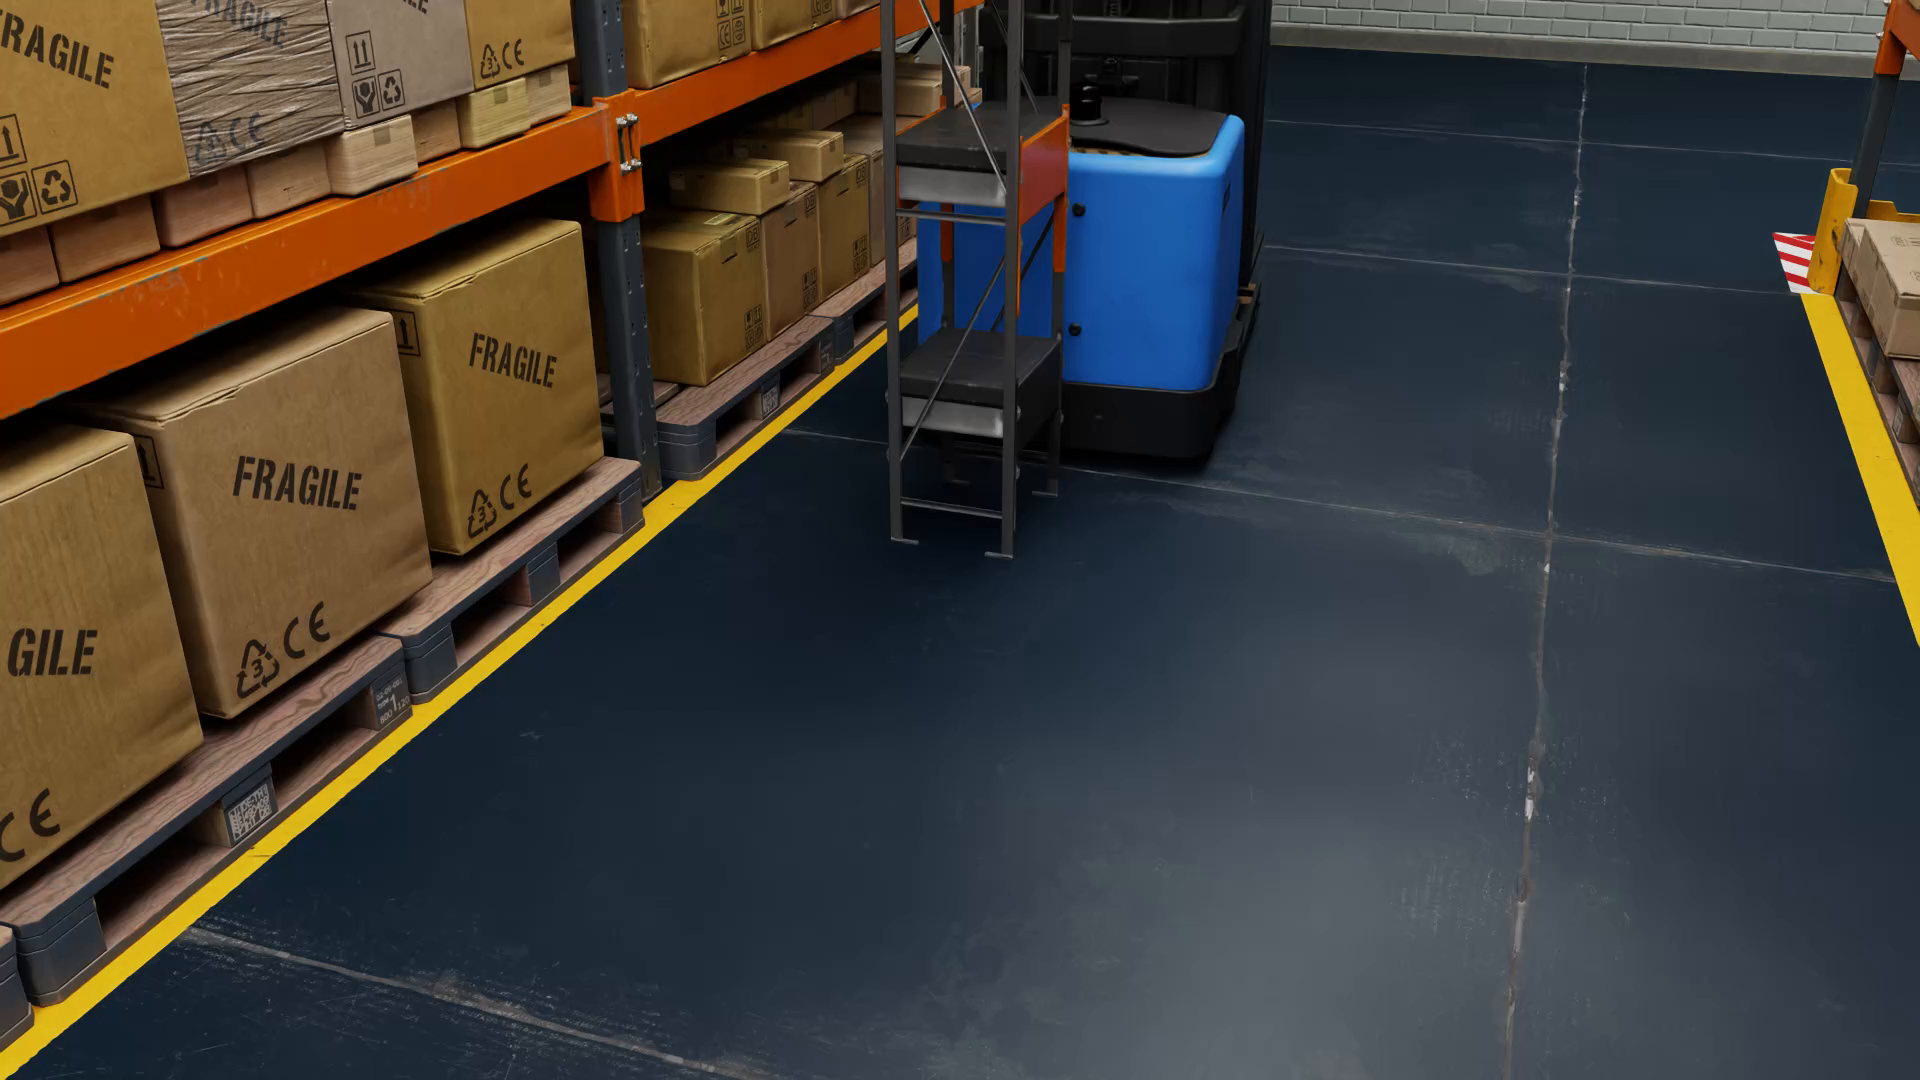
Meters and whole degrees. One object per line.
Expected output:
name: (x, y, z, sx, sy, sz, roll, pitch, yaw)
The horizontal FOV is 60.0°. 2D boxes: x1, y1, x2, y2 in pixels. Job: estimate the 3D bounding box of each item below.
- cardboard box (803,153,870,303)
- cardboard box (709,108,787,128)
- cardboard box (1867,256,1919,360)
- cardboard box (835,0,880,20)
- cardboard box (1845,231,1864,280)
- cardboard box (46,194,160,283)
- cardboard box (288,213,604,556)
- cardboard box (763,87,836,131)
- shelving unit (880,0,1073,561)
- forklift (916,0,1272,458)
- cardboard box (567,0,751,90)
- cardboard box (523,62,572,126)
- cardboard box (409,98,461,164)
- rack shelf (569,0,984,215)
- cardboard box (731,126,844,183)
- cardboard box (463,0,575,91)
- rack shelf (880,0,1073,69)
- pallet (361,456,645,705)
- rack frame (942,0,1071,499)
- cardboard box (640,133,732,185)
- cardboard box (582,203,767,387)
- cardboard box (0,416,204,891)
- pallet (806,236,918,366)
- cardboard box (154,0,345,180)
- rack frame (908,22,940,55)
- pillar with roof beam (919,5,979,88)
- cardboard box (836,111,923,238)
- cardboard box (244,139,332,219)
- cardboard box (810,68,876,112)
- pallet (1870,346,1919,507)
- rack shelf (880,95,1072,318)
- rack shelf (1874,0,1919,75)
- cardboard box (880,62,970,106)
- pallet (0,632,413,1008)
cardboard box: (-0.801, -1.334, 6.950, 0.700, 0.500, 0.500, 9, 27, 19)
cardboard box: (-0.949, -1.714, 6.990, 0.380, 0.149, 0.250, 8, 27, 17)
cardboard box: (3.733, -0.855, 6.225, 0.500, 0.250, 0.500, 9, 27, 17)
cardboard box: (-0.813, -2.516, 6.661, 0.980, 0.700, 0.700, 7, 27, 15)
cardboard box: (3.968, -1.186, 7.004, 0.380, 0.166, 0.250, 9, 27, 17)
cardboard box: (-1.898, -0.654, 3.424, 0.380, 0.149, 0.250, 10, 27, 19)
cardboard box: (-1.583, -0.497, 4.819, 0.750, 0.750, 0.750, 9, 27, 18)
cardboard box: (-0.780, -1.923, 7.423, 0.380, 0.149, 0.250, 9, 27, 18)
shelving unit: (0.055, -1.013, 4.933, 0.431, 2.100, 0.503, 9, 27, 17)
forklift: (0.688, -2.217, 6.466, 1.130, 2.935, 3.031, 6, 27, 12)
cardboard box: (-1.294, -1.917, 5.423, 0.980, 0.700, 0.700, 9, 27, 18)
cardboard box: (-1.335, -1.277, 4.711, 0.380, 0.149, 0.250, 9, 27, 18)
cardboard box: (-1.525, -1.070, 4.284, 0.380, 0.149, 0.250, 10, 27, 19)
rack shelf: (-0.824, -2.059, 6.887, 1.077, 0.370, 4.000, 9, 27, 17)
cardboard box: (-0.684, -1.538, 6.627, 0.380, 0.149, 0.250, 8, 27, 16)
cardboard box: (-1.405, -1.523, 4.474, 0.500, 0.500, 0.500, 8, 27, 17)
rack shelf: (0.055, -1.631, 4.634, 0.431, 0.518, 0.480, 9, 27, 17)
pallet: (-1.675, 0.022, 4.963, 1.003, 0.211, 1.213, 9, 27, 17)
rack frame: (0.136, -1.113, 5.140, 0.400, 2.100, 0.015, 9, 27, 17)
cardboard box: (-1.119, -1.504, 6.556, 0.380, 0.149, 0.250, 8, 27, 16)
cardboard box: (-1.144, -0.918, 6.090, 0.700, 0.500, 0.500, 9, 27, 18)
cardboard box: (-2.155, 0.219, 3.341, 0.750, 0.750, 0.750, 9, 27, 17)
pallet: (-0.758, -1.110, 7.301, 1.003, 0.211, 1.213, 9, 27, 17)
cardboard box: (-1.741, -1.107, 3.614, 0.500, 0.500, 0.500, 9, 27, 18)
rack frame: (-0.158, -3.205, 8.427, 1.000, 3.000, 0.127, 9, 27, 17)
pillar with roof beam: (3.984, -6.516, 8.381, 9.100, 9.000, 0.400, 9, 27, 17)
cardboard box: (-0.463, -1.761, 7.832, 0.700, 0.500, 0.500, 9, 27, 17)
cardboard box: (-1.702, -0.862, 3.854, 0.380, 0.149, 0.250, 9, 27, 17)
cardboard box: (-0.612, -2.131, 7.851, 0.380, 0.149, 0.250, 9, 27, 18)
pallet: (3.817, -0.374, 5.781, 1.003, 0.211, 1.213, 9, 27, 17)
rack shelf: (0.055, -1.001, 4.939, 0.431, 0.518, 0.480, 9, 27, 17)
rack shelf: (3.849, -1.343, 5.406, 1.077, 0.370, 4.000, 9, 27, 17)
cardboard box: (-0.168, -2.180, 7.952, 0.380, 0.149, 0.250, 8, 27, 17)
pallet: (-2.080, 0.525, 3.924, 1.003, 0.211, 1.213, 9, 27, 17)
